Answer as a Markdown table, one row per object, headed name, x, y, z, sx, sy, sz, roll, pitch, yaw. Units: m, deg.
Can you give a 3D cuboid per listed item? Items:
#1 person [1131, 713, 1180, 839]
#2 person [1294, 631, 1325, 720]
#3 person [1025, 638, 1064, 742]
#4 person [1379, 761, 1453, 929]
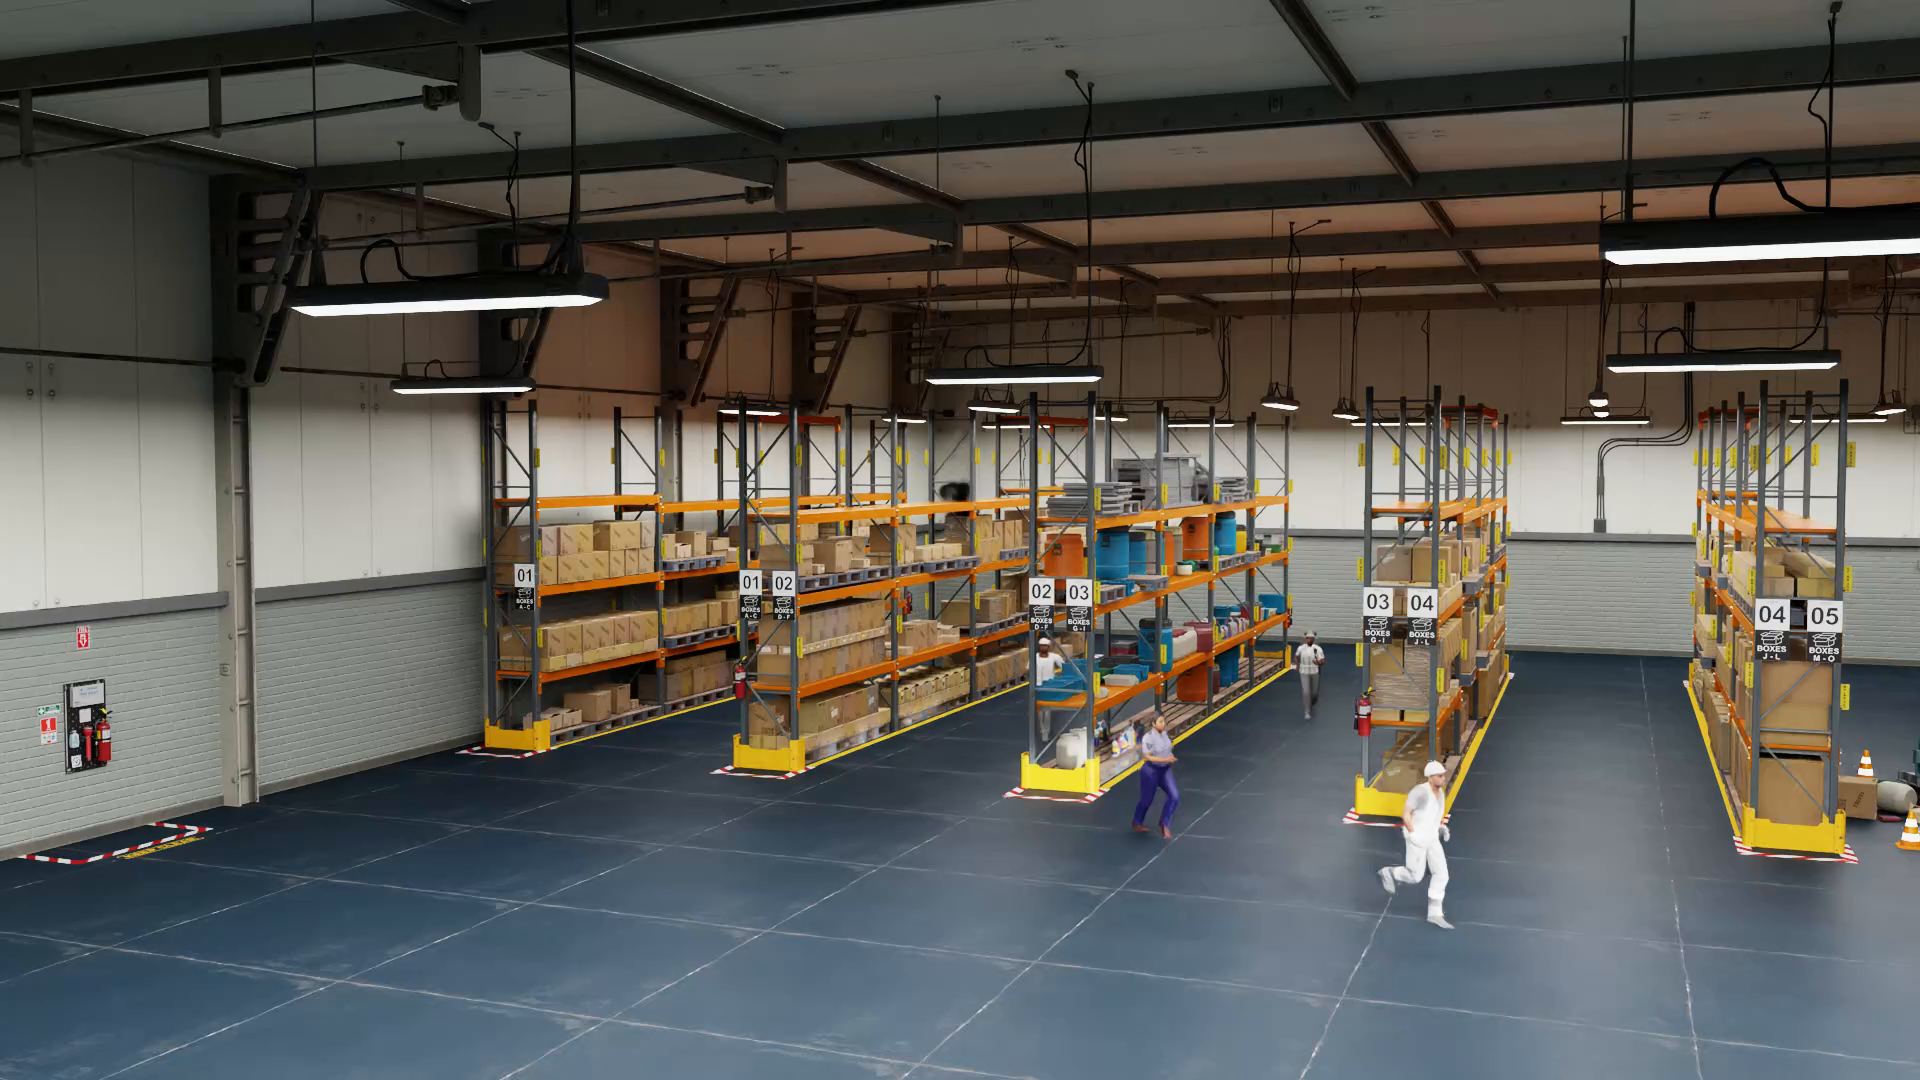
| name | x | y | z | sx | sy | sz | roll | pitch | yaw |
| --- | --- | --- | --- | --- | --- | --- | --- | --- | --- |
| person | 2.595 | 3.116 | 21.897 | 0.571 | 1.672 | 0.793 | -2 | 4 | -37 |
| person | 6.715 | 2.572 | 31.955 | 0.584 | 1.669 | 0.918 | 0 | 3 | 10 |
| person | 1.495 | 2.650 | 29.650 | 0.677 | 1.823 | 0.738 | 1 | 3 | 16 |
| person | 4.973 | 3.258 | 18.038 | 0.664 | 1.765 | 0.950 | -2 | 4 | -37 |
